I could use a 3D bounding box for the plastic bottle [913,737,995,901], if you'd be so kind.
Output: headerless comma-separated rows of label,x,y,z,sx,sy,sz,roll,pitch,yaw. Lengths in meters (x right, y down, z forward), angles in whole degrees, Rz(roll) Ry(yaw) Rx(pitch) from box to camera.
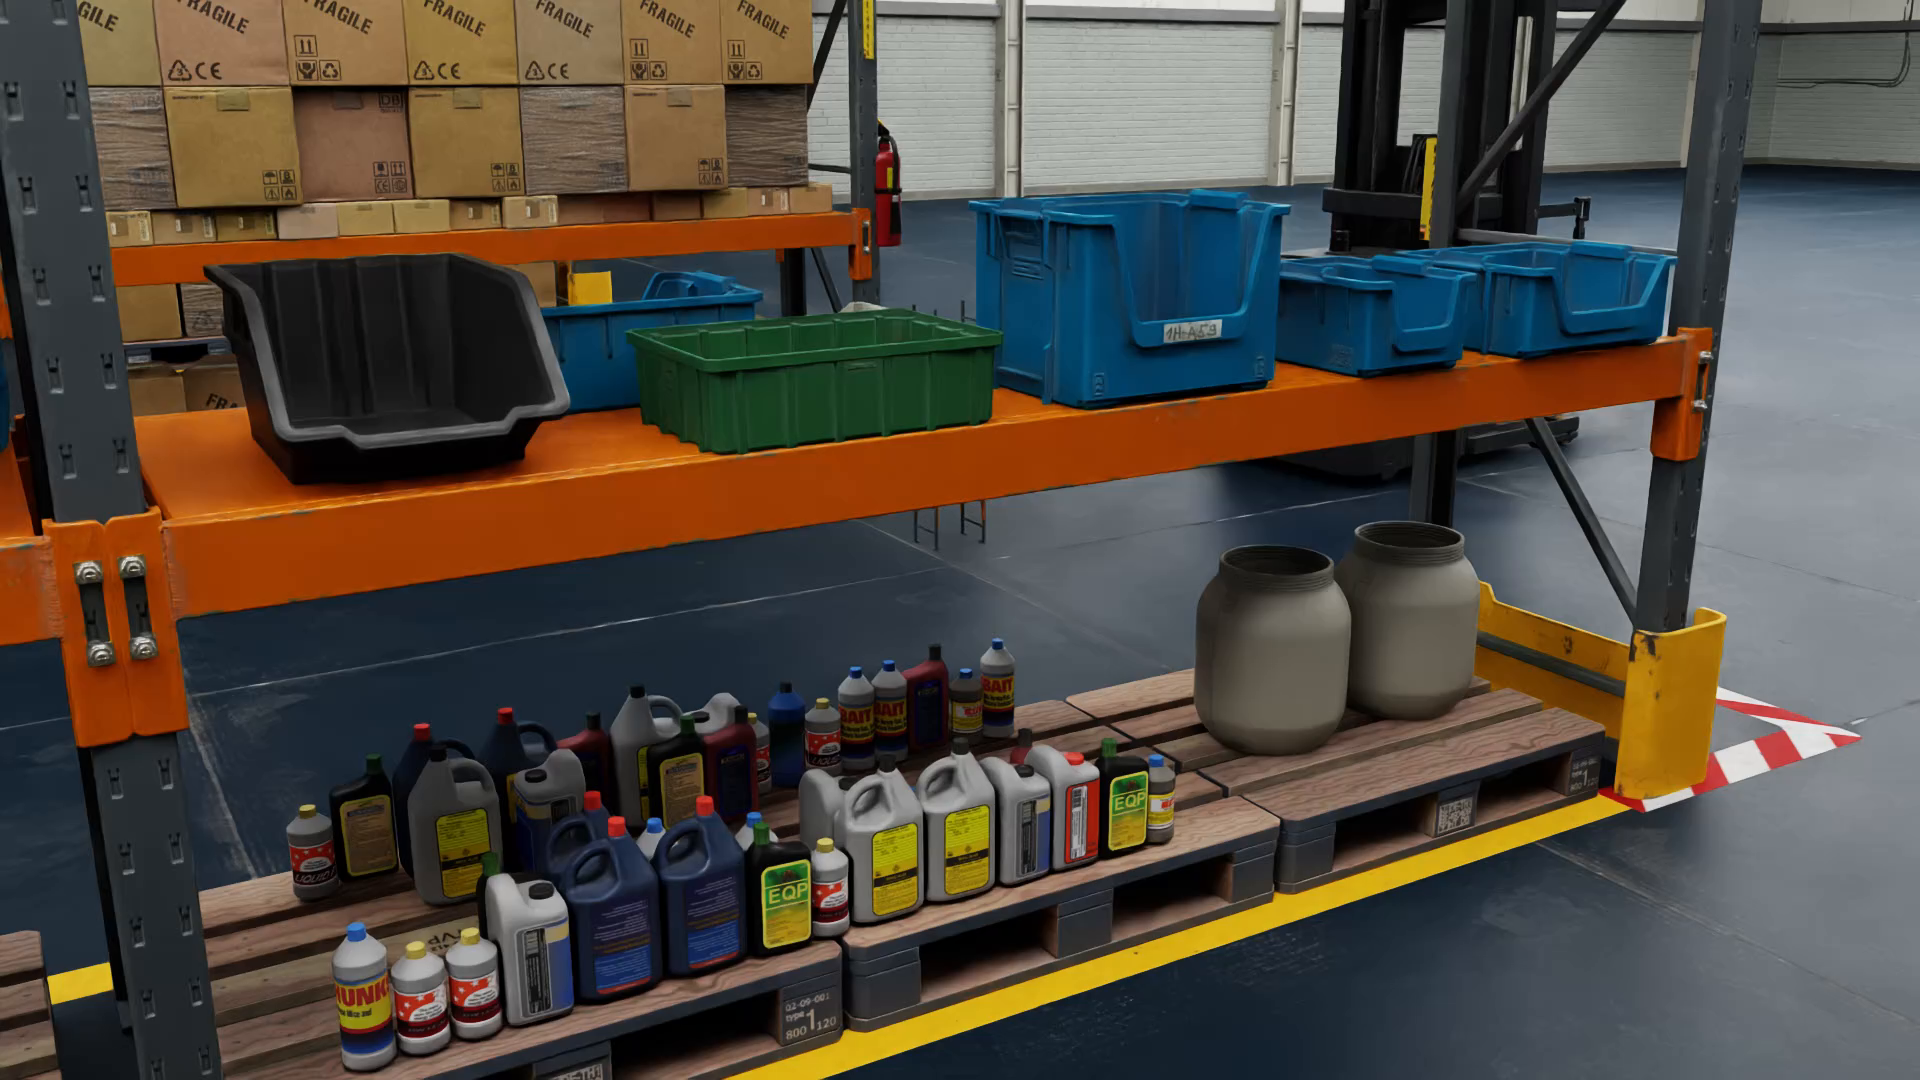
plastic bottle,-0.018,0.618,3.741,0.185,0.351,0.144,-8,18,-27

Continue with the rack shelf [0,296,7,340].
rack shelf,-5.875,-0.840,6.182,4.000,0.370,1.077,-9,18,-30

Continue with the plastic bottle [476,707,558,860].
plastic bottle,-1.042,0.562,3.939,0.185,0.351,0.144,-10,19,-32

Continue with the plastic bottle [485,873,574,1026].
plastic bottle,-0.848,0.787,3.276,0.135,0.276,0.152,-8,18,-28

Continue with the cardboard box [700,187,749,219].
cardboard box,-1.272,-1.731,8.492,0.250,0.149,0.380,-9,18,-30

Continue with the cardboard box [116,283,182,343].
cardboard box,-6.053,-1.876,11.704,0.875,0.875,0.875,-9,18,-29

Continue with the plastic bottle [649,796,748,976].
plastic bottle,-0.542,0.703,3.438,0.185,0.351,0.144,-10,19,-32

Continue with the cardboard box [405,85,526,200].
cardboard box,-2.470,-1.918,7.959,0.500,0.500,0.875,-9,18,-30

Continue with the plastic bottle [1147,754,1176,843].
plastic bottle,0.471,0.618,4.018,0.097,0.201,0.097,0,16,0

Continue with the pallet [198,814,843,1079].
pallet,-1.012,0.941,3.663,1.213,0.211,1.003,-9,18,-30

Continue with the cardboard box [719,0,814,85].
cardboard box,-1.076,-2.560,8.394,0.500,0.500,0.500,-9,18,-30

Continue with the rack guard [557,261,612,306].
rack guard,-3.179,-1.982,13.553,0.348,0.500,1.175,-9,18,-30

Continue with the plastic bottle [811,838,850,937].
plastic bottle,-0.287,0.741,3.579,0.097,0.201,0.097,0,16,0

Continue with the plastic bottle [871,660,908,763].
plastic bottle,-0.189,0.455,4.469,0.097,0.271,0.097,0,16,0

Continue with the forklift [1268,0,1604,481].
forklift,2.842,-2.009,9.147,3.031,2.935,1.130,-12,20,-36

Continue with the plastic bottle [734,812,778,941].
plastic bottle,-0.435,0.712,3.552,0.097,0.271,0.097,0,16,0

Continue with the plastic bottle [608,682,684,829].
plastic bottle,-0.765,0.518,4.099,0.185,0.351,0.144,-9,18,-30

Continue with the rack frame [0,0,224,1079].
rack frame,-1.610,-0.318,2.988,0.127,3.000,1.000,-9,18,-30

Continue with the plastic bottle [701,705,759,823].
plastic bottle,-0.568,0.553,4.098,0.133,0.283,0.061,-9,18,-30

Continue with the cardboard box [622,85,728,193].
cardboard box,-1.584,-2.044,8.409,0.500,0.500,0.875,-9,18,-30

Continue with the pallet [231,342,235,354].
pallet,-4.889,-1.541,12.518,1.213,0.211,1.003,-9,18,-30

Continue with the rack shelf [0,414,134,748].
rack shelf,-3.324,0.306,2.094,4.000,0.370,1.077,-9,18,-30

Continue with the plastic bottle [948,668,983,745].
plastic bottle,0.016,0.455,4.597,0.097,0.201,0.097,0,16,0

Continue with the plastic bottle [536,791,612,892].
plastic bottle,-0.778,0.696,3.463,0.185,0.351,0.144,-9,18,-30

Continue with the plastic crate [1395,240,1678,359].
plastic crate,1.544,-0.664,4.497,0.616,0.251,0.499,-9,18,-30

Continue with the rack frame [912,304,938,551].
rack frame,-0.150,-0.481,7.181,0.008,1.050,0.200,-9,18,-30

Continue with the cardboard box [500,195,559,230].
cardboard box,-2.101,-1.579,7.951,0.250,0.149,0.380,-9,18,-30

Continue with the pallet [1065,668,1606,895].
pallet,1.079,0.601,4.873,1.213,0.211,1.003,-9,18,-30

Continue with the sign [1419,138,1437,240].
sign,1.540,-1.136,5.391,0.005,0.325,0.100,-9,18,-30

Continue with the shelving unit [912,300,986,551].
shelving unit,-0.046,-0.498,7.242,0.252,1.050,0.215,-9,18,-30

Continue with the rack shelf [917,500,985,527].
rack shelf,-0.046,-0.220,7.319,0.240,0.259,0.215,-9,18,-30

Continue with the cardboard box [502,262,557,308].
cardboard box,-3.747,-2.252,13.043,0.875,0.875,0.875,-9,18,-29

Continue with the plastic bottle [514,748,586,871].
plastic bottle,-0.944,0.629,3.839,0.135,0.276,0.152,-9,18,-30

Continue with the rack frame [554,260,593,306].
rack frame,-3.199,-3.182,13.204,0.127,3.000,1.000,-9,18,-30

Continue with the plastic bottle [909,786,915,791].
plastic bottle,-0.118,0.668,3.839,0.097,0.201,0.097,0,16,0

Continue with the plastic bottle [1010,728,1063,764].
plastic bottle,0.185,0.583,3.992,0.133,0.283,0.061,-9,18,-30

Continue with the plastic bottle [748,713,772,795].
plastic bottle,-0.536,0.545,4.278,0.097,0.201,0.097,0,16,0

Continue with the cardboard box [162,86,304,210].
cardboard box,-3.296,-1.765,7.414,0.500,0.500,0.875,-9,18,-30

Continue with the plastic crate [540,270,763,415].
plastic crate,-0.801,-0.463,3.781,0.616,0.251,0.499,-9,18,-30

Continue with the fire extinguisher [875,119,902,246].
fire extinguisher,-0.396,-1.892,8.747,0.183,0.674,0.296,-9,18,-30

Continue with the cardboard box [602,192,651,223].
cardboard box,-1.730,-1.674,8.291,0.250,0.149,0.380,-9,18,-30

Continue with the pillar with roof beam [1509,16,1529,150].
pillar with roof beam,13.334,-10.802,29.271,0.400,9.000,9.100,-9,18,-30

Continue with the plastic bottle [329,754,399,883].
plastic bottle,-1.367,0.635,3.806,0.133,0.283,0.061,-8,18,-27

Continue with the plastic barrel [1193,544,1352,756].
plastic barrel,0.865,0.300,4.613,0.421,0.512,0.421,0,16,0

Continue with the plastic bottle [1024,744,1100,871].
plastic bottle,0.240,0.611,3.905,0.135,0.276,0.152,-9,18,-29

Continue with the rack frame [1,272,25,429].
rack frame,-4.160,-1.464,7.076,0.127,3.000,1.000,-9,18,-30

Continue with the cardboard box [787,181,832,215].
cardboard box,-0.870,-1.812,8.782,0.250,0.149,0.380,-9,18,-30

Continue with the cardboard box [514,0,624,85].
cardboard box,-1.931,-2.420,7.896,0.500,0.500,0.500,-9,18,-30

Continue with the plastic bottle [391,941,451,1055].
plastic bottle,-1.024,0.860,3.153,0.097,0.201,0.097,0,16,0

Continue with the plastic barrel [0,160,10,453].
plastic barrel,-2.097,-0.576,2.979,0.708,0.901,0.600,-9,18,-30

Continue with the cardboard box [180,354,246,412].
cardboard box,-3.310,-0.591,7.813,0.500,0.500,0.500,-3,16,-12

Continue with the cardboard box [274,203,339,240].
cardboard box,-2.955,-1.439,7.450,0.250,0.149,0.380,-9,18,-30

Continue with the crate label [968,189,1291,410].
crate label,0.381,-0.573,3.831,0.616,0.435,0.502,-9,18,-30

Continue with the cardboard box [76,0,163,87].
cardboard box,-3.644,-2.141,6.901,0.500,0.500,0.500,-9,18,-30

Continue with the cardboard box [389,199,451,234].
cardboard box,-2.542,-1.515,7.723,0.250,0.149,0.380,-9,18,-30

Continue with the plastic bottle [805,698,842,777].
plastic bottle,-0.360,0.516,4.380,0.097,0.201,0.097,0,16,0

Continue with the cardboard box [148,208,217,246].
cardboard box,-3.400,-1.377,7.229,0.250,0.149,0.380,-9,18,-30

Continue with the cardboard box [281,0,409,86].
cardboard box,-2.787,-2.280,7.398,0.500,0.500,0.500,-9,18,-30

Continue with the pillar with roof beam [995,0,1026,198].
pillar with roof beam,3.047,-9.134,23.321,0.400,9.000,9.100,-9,18,-30
